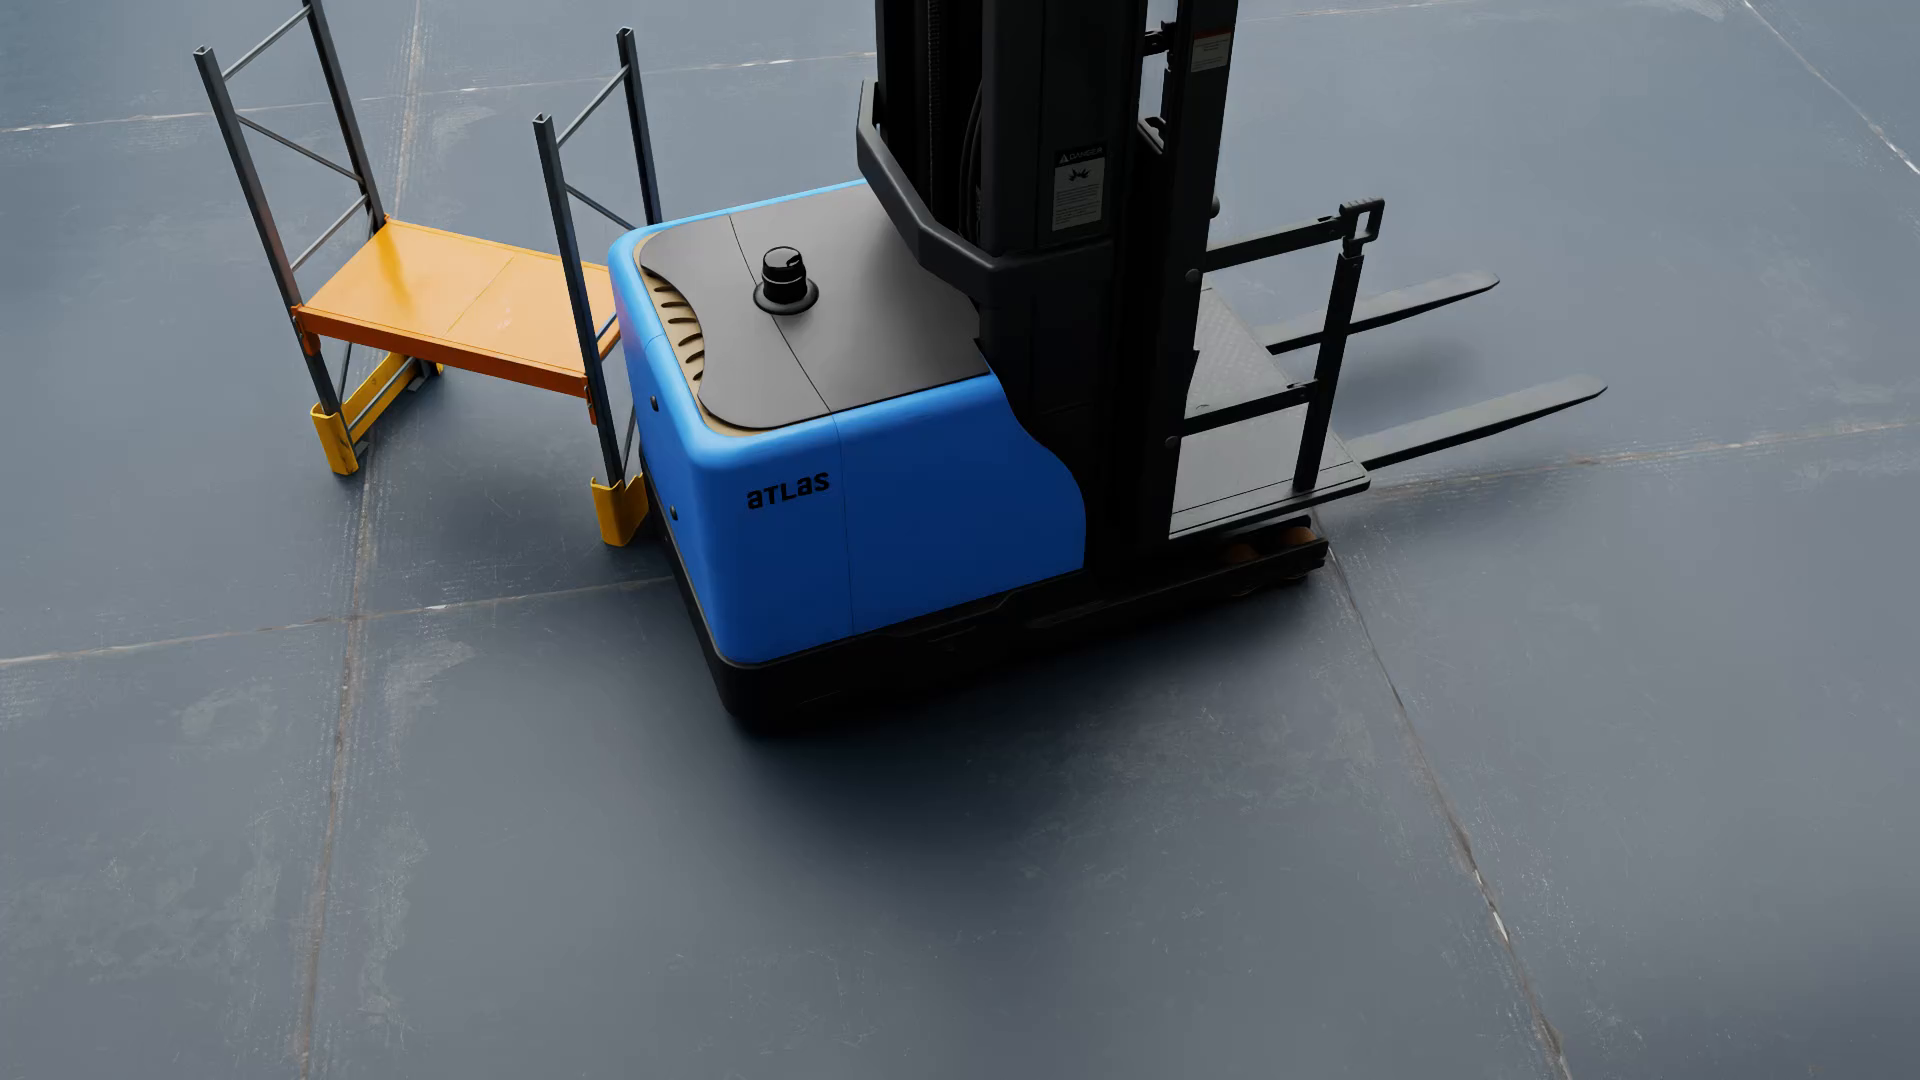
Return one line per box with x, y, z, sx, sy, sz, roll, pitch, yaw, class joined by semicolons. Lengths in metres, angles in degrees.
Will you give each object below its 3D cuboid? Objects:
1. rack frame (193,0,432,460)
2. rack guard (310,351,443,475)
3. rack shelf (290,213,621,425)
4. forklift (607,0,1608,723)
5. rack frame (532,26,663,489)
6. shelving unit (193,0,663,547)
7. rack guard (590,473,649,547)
-1.942;-0.939;5.113;0.032;1.500;0.500;14;48;13;rack frame
-1.940;-0.505;5.563;0.087;0.250;0.587;14;48;13;rack guard
-1.461;-0.694;5.127;1.000;0.185;0.538;14;48;13;rack shelf
0.584;-1.184;4.355;3.031;2.935;1.130;-16;48;-15;forklift
-0.981;-0.700;4.883;0.032;1.500;0.500;14;48;13;rack frame
-1.470;-0.821;5.000;1.083;1.500;0.587;14;48;13;shelving unit
-0.999;-0.271;5.337;0.087;0.250;0.587;14;48;13;rack guard
